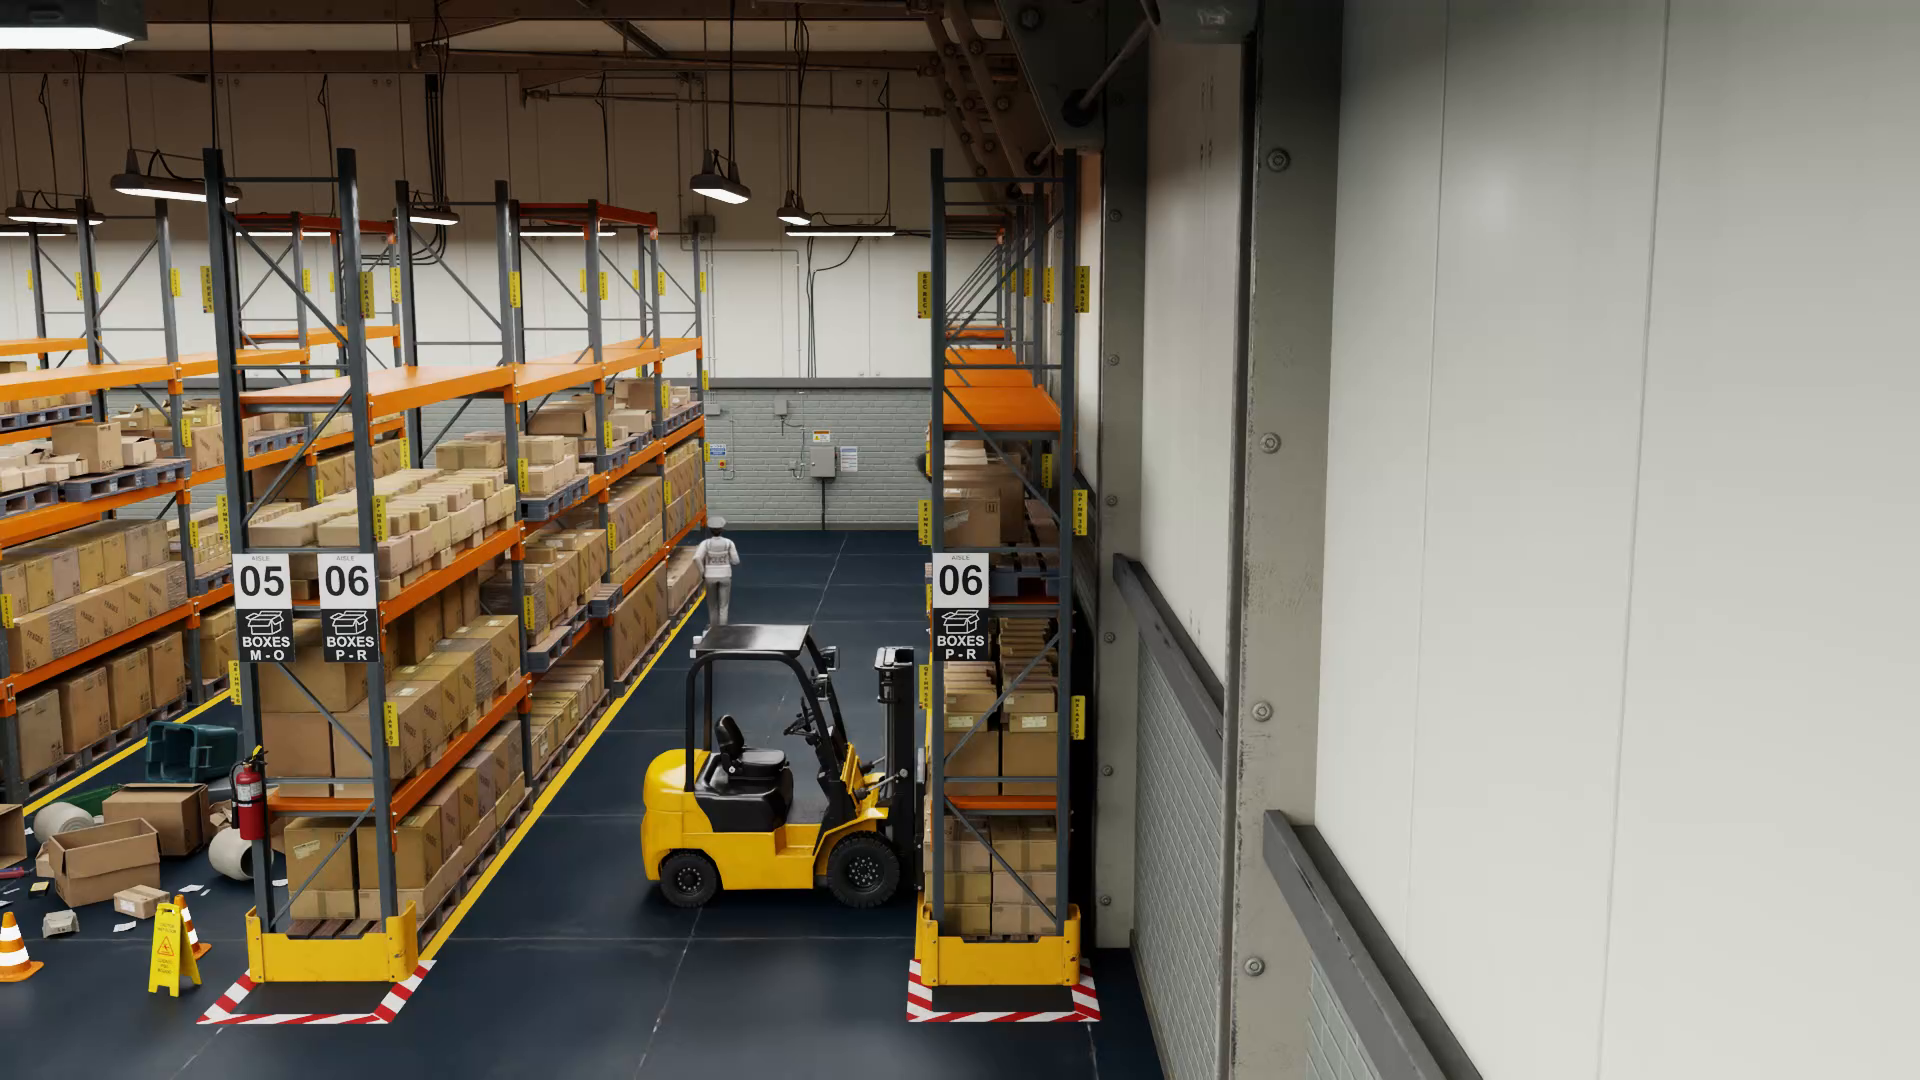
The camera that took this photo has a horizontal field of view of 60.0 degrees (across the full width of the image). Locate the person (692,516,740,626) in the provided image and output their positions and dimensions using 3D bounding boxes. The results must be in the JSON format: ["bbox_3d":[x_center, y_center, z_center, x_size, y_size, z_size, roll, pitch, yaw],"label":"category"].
[{"bbox_3d":[-3.162,0.568,21.774,0.564,1.770,0.691,-1,9,-5],"label":"person"}]
